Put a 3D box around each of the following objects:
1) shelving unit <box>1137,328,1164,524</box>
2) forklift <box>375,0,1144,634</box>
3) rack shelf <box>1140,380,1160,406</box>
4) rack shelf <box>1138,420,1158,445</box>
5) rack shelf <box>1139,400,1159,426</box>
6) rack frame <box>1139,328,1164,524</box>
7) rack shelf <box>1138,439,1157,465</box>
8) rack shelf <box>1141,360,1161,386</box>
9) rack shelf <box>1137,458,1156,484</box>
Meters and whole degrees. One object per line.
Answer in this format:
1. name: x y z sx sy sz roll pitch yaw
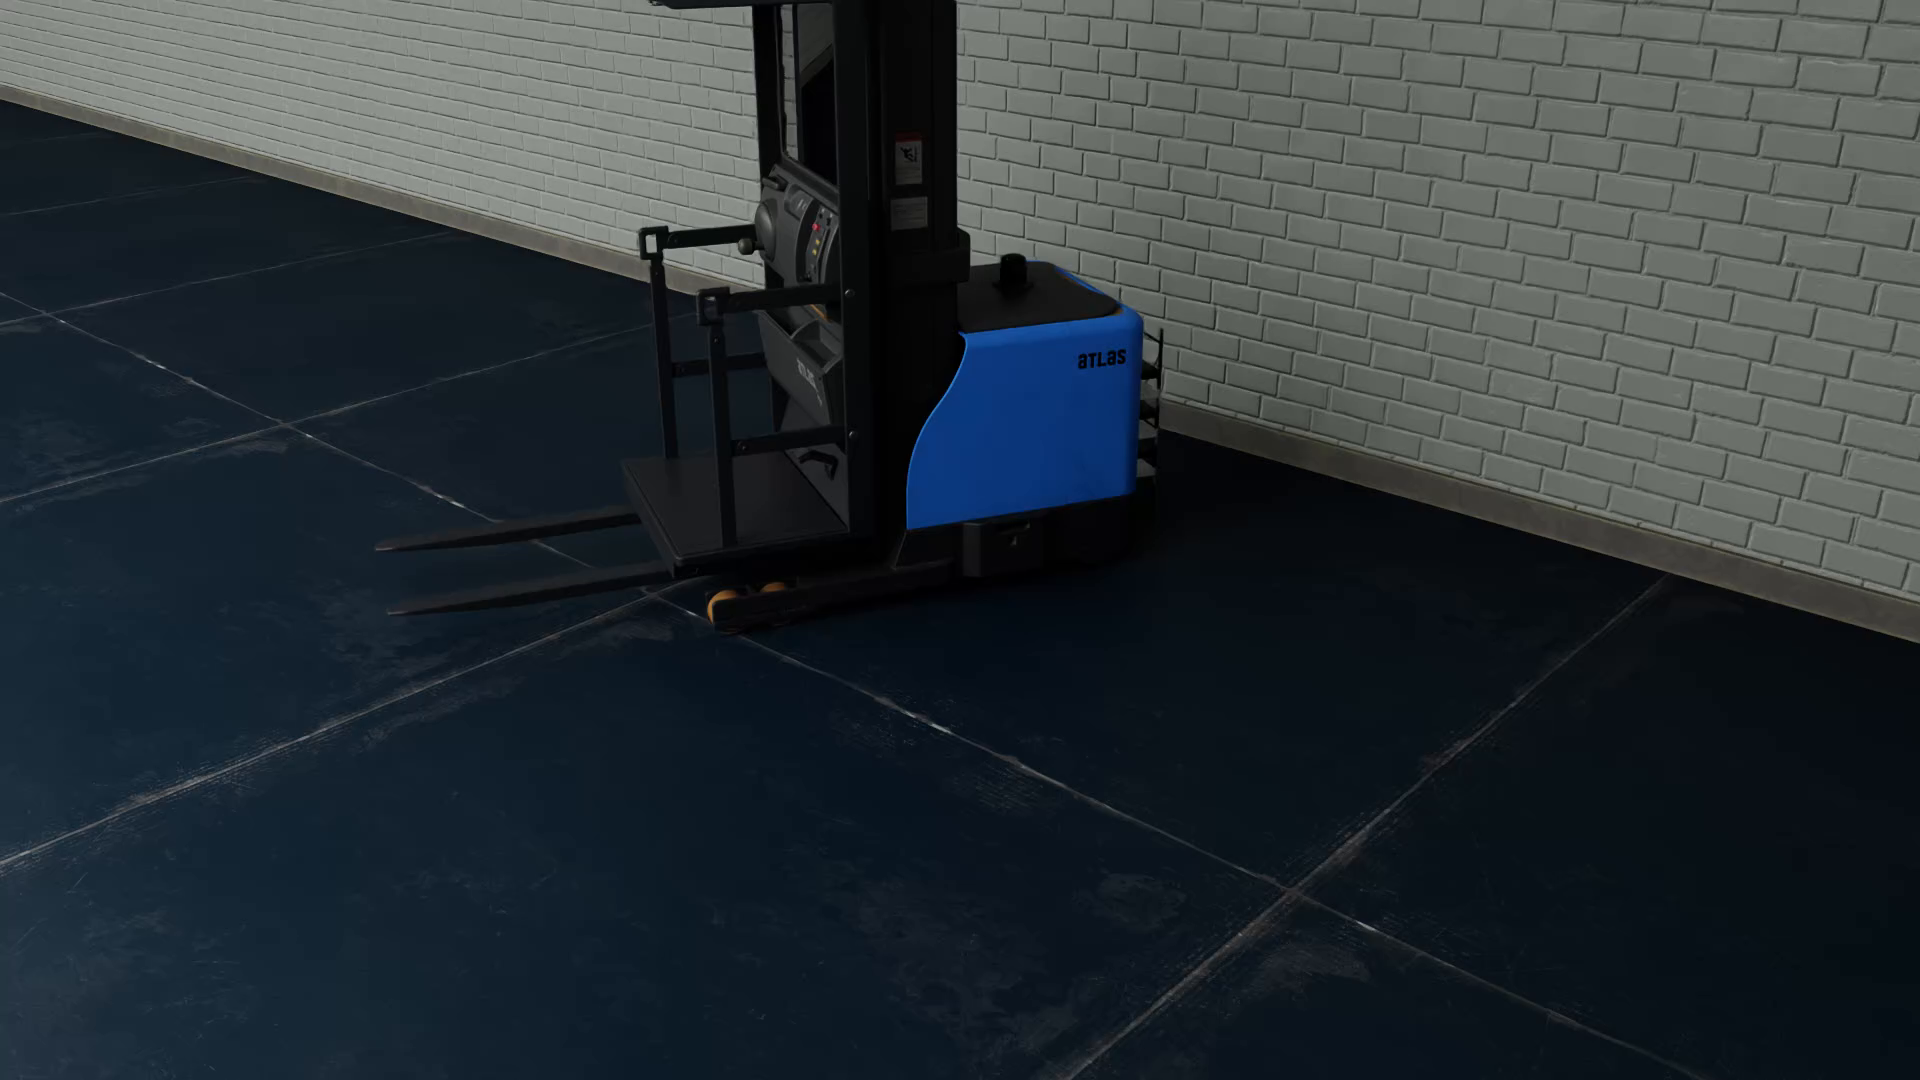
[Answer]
1. shelving unit: 0.721 -0.511 7.289 0.210 0.900 0.258 -9 26 -20
2. forklift: -0.816 -1.218 6.385 3.031 2.935 1.130 -9 26 -20
3. rack shelf: 0.721 -0.644 7.229 0.200 0.077 0.258 -9 26 -20
4. rack shelf: 0.721 -0.480 7.302 0.200 0.077 0.258 -9 26 -20
5. rack shelf: 0.721 -0.562 7.266 0.200 0.077 0.258 -9 26 -20
6. rack frame: 0.815 -0.526 7.323 0.006 0.900 0.240 -9 26 -20
7. rack shelf: 0.721 -0.398 7.339 0.200 0.077 0.258 -9 26 -20
8. rack shelf: 0.721 -0.727 7.192 0.200 0.077 0.258 -9 26 -20
9. rack shelf: 0.721 -0.316 7.376 0.200 0.077 0.258 -9 26 -20
